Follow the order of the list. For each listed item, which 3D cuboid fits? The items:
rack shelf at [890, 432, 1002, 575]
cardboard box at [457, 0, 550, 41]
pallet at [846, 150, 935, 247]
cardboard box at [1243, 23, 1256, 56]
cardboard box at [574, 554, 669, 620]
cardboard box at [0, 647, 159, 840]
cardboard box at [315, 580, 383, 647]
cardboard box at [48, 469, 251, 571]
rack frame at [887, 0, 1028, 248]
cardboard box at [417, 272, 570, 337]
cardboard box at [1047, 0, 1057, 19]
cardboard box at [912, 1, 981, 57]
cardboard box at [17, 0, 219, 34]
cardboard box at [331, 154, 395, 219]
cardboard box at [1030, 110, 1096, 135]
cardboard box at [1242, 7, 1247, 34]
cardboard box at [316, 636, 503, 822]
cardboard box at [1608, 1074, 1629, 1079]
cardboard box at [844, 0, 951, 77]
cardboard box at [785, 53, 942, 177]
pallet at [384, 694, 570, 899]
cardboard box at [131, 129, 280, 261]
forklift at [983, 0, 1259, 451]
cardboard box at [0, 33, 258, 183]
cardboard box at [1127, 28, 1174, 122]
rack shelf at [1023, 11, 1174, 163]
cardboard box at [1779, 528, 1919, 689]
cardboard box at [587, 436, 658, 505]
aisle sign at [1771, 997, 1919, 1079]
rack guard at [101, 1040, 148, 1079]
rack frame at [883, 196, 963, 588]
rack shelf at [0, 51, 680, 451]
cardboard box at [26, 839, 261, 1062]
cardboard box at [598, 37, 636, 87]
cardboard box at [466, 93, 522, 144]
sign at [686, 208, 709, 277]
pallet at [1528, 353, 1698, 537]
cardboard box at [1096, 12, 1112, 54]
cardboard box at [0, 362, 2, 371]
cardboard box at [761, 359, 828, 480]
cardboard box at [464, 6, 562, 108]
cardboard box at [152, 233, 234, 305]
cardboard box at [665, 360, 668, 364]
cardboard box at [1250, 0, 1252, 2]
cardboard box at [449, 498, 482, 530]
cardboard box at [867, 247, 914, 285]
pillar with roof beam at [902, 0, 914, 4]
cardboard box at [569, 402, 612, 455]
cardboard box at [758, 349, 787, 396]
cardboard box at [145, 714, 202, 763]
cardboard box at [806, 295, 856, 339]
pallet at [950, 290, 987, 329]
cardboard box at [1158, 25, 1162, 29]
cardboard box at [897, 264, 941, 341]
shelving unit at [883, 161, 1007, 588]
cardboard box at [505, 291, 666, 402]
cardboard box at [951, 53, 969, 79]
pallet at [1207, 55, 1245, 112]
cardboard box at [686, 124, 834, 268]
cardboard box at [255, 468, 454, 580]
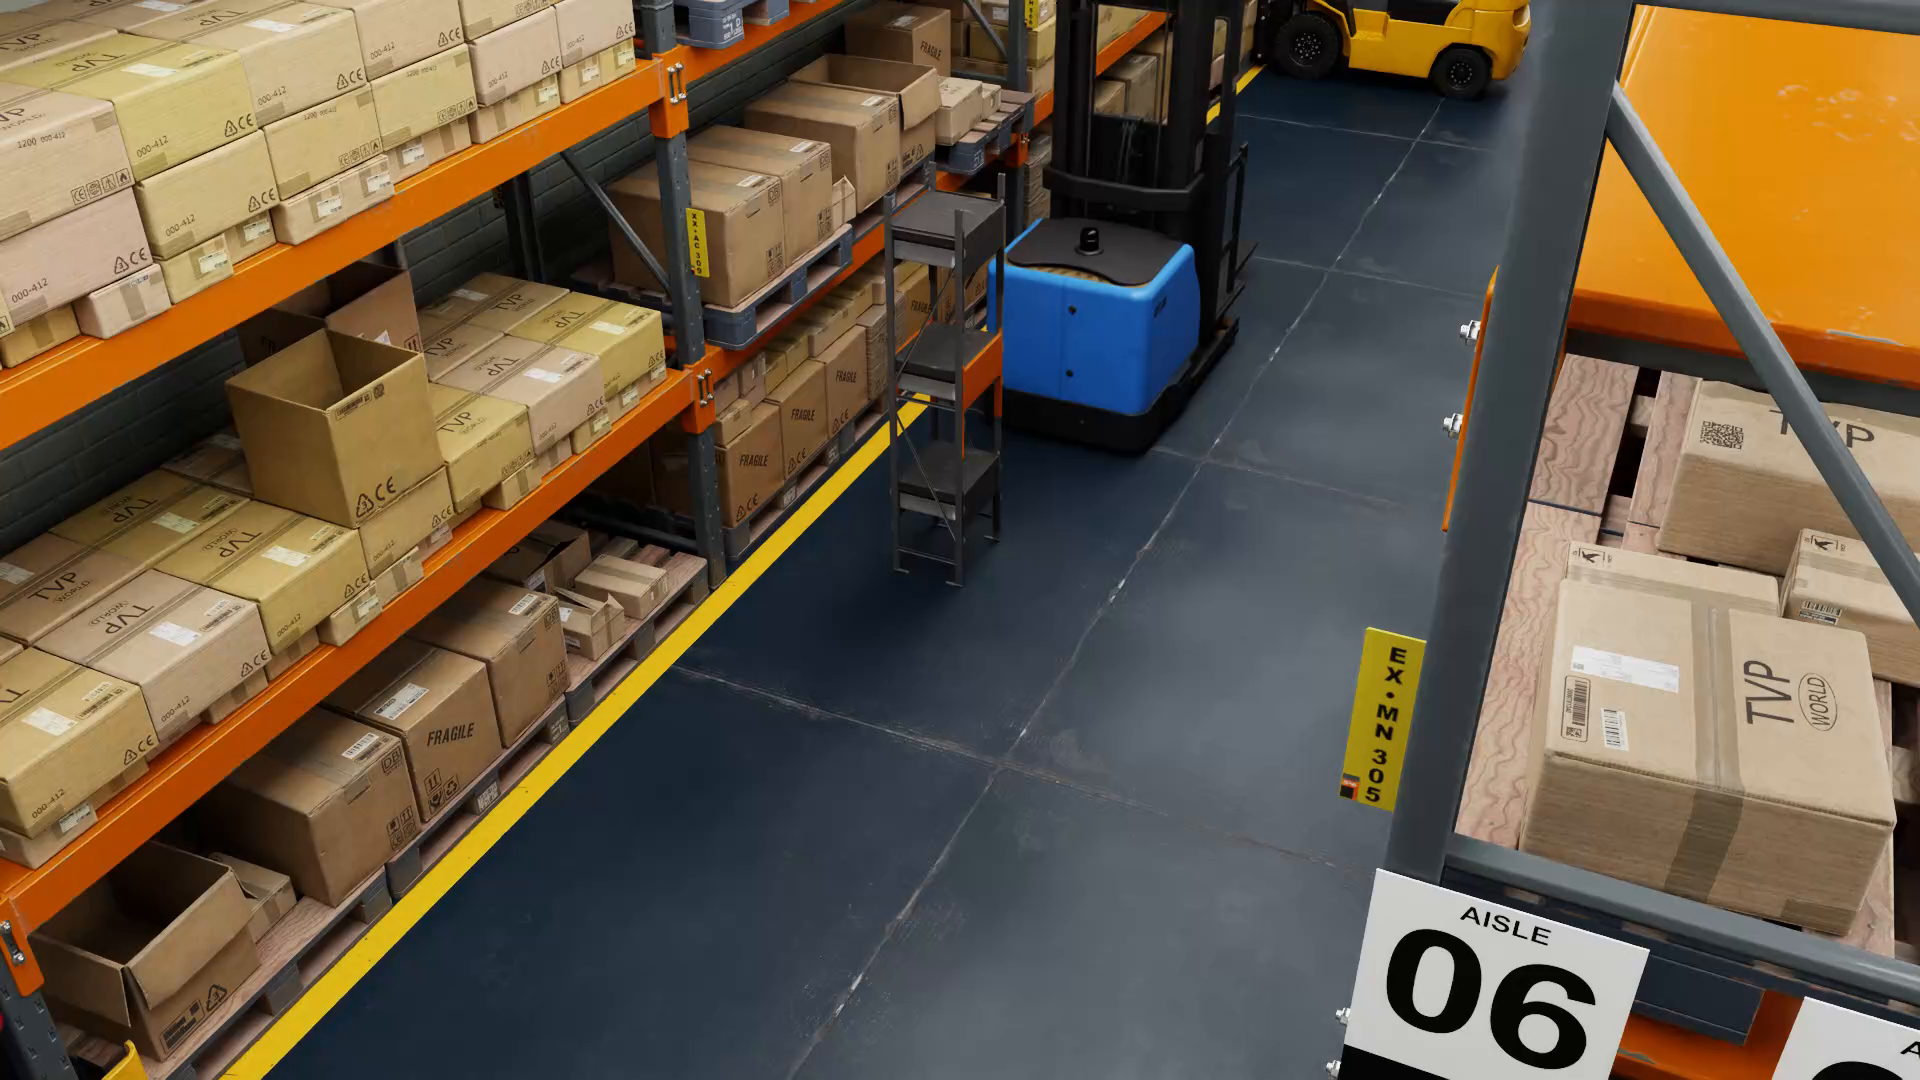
[{"bbox_3d":[-0.069,-0.199,8.808,0.431,0.518,0.480,14,36,20],"label":"rack shelf"},{"bbox_3d":[-1.908,-2.095,6.252,0.500,0.250,0.500,14,36,20],"label":"cardboard box"},{"bbox_3d":[-0.847,-2.074,9.721,1.003,0.211,1.213,14,36,20],"label":"pallet"},{"bbox_3d":[2.538,-4.822,15.862,0.500,0.250,0.500,15,36,21],"label":"cardboard box"},{"bbox_3d":[-1.678,0.230,8.249,0.380,0.149,0.250,13,35,19],"label":"cardboard box"},{"bbox_3d":[-2.951,0.635,5.280,0.500,0.250,0.500,14,36,21],"label":"cardboard box"},{"bbox_3d":[-2.414,0.235,6.254,0.380,0.149,0.250,13,35,19],"label":"cardboard box"},{"bbox_3d":[-3.005,0.007,6.238,0.500,0.250,0.500,15,36,22],"label":"cardboard box"},{"bbox_3d":[-0.038,-3.124,11.147,1.000,3.000,0.127,14,36,20],"label":"rack frame"},{"bbox_3d":[-2.164,-1.008,7.786,0.500,0.250,0.500,14,36,20],"label":"cardboard box"},{"bbox_3d":[0.473,-3.661,11.284,0.380,0.149,0.250,15,36,22],"label":"cardboard box"},{"bbox_3d":[-0.103,-3.557,11.489,0.500,0.250,0.500,15,36,22],"label":"cardboard box"},{"bbox_3d":[-2.794,-1.711,5.666,0.500,0.250,0.500,14,36,20],"label":"cardboard box"},{"bbox_3d":[-2.211,-1.260,5.799,0.380,0.149,0.250,15,36,21],"label":"cardboard box"},{"bbox_3d":[0.502,-2.941,12.651,0.875,0.625,0.625,15,36,22],"label":"cardboard box"},{"bbox_3d":[2.327,-4.772,15.329,0.500,0.250,0.500,14,36,20],"label":"cardboard box"},{"bbox_3d":[-2.338,0.790,7.074,0.500,0.500,0.500,15,36,21],"label":"cardboard box"},{"bbox_3d":[1.093,1.042,3.200,0.380,0.149,0.250,15,36,21],"label":"cardboard box"},{"bbox_3d":[-0.395,-3.121,10.668,0.500,0.500,0.500,16,36,23],"label":"cardboard box"},{"bbox_3d":[-0.553,-2.487,9.699,0.797,0.503,0.637,13,36,19],"label":"cardboard box"},{"bbox_3d":[-2.509,0.986,7.422,1.003,0.211,1.213,14,36,20],"label":"pallet"},{"bbox_3d":[-2.532,-1.123,5.226,0.500,0.250,0.500,13,35,19],"label":"cardboard box"},{"bbox_3d":[1.219,-2.544,10.325,1.130,2.935,3.031,14,36,21],"label":"forklift"},{"bbox_3d":[-2.544,-1.330,5.085,0.500,0.250,0.500,14,36,20],"label":"cardboard box"},{"bbox_3d":[1.427,-4.036,14.321,0.875,0.625,0.625,16,36,23],"label":"cardboard box"},{"bbox_3d":[0.799,-3.819,12.863,1.077,0.370,4.000,14,36,20],"label":"rack shelf"},{"bbox_3d":[1.789,0.142,3.186,0.380,0.149,0.250,16,36,22],"label":"cardboard box"},{"bbox_3d":[-1.775,-0.574,9.155,0.500,0.500,0.500,14,36,20],"label":"cardboard box"},{"bbox_3d":[1.358,1.013,2.467,0.394,0.787,0.004,14,36,20],"label":"aisle sign"},{"bbox_3d":[-3.353,1.868,5.813,1.175,0.500,0.348,14,36,20],"label":"rack guard"},{"bbox_3d":[-0.171,-0.674,8.232,0.400,2.100,0.015,14,36,20],"label":"rack frame"},{"bbox_3d":[-2.548,-1.089,5.964,1.077,0.370,4.000,14,36,20],"label":"rack shelf"},{"bbox_3d":[-3.043,1.446,6.071,0.797,0.503,0.637,13,35,19],"label":"cardboard box"},{"bbox_3d":[-1.594,-2.034,6.978,0.380,0.149,0.250,14,36,20],"label":"cardboard box"},{"bbox_3d":[-1.926,-1.660,6.408,0.380,0.149,0.250,14,36,20],"label":"cardboard box"},{"bbox_3d":[-1.215,-1.373,7.687,0.100,0.325,0.005,14,36,20],"label":"sign"},{"bbox_3d":[1.935,-0.201,4.035,1.003,0.211,1.213,14,36,20],"label":"pallet"},{"bbox_3d":[0.794,-3.733,12.213,0.500,0.250,0.500,13,35,19],"label":"cardboard box"},{"bbox_3d":[-2.955,-0.531,4.686,0.380,0.149,0.250,15,36,21],"label":"cardboard box"},{"bbox_3d":[-1.091,-0.718,9.375,0.500,0.500,0.500,14,36,20],"label":"cardboard box"},{"bbox_3d":[-1.894,-1.888,6.393,0.500,0.250,0.500,13,35,19],"label":"cardboard box"},{"bbox_3d":[-2.531,-0.887,5.229,0.380,0.149,0.250,14,36,20],"label":"cardboard box"},{"bbox_3d":[-1.714,-0.915,9.083,0.380,0.149,0.250,14,36,21],"label":"cardboard box"},{"bbox_3d":[2.544,-5.231,15.574,0.500,0.250,0.500,15,36,22],"label":"cardboard box"},{"bbox_3d":[-2.217,-0.179,6.885,0.380,0.149,0.250,15,36,21],"label":"cardboard box"},{"bbox_3d":[-0.506,-1.712,10.298,0.380,0.149,0.250,14,36,20],"label":"cardboard box"},{"bbox_3d":[3.599,-5.501,9.301,9.100,9.000,0.400,14,36,20],"label":"pillar with roof beam"},{"bbox_3d":[-1.792,-0.540,7.436,0.380,0.149,0.250,15,36,22],"label":"cardboard box"},{"bbox_3d":[-1.177,-0.937,9.117,0.380,0.149,0.250,12,35,18],"label":"cardboard box"},{"bbox_3d":[-2.856,0.589,5.714,0.380,0.149,0.250,14,36,20],"label":"cardboard box"},{"bbox_3d":[-0.830,-1.315,9.694,0.380,0.149,0.250,15,36,22],"label":"cardboard box"},{"bbox_3d":[-0.385,-1.594,11.357,1.003,0.211,1.213,14,36,20],"label":"pallet"},{"bbox_3d":[1.653,-4.640,15.128,0.500,0.250,0.500,13,36,19],"label":"cardboard box"},{"bbox_3d":[-0.455,-1.486,10.546,0.500,0.500,0.500,16,36,23],"label":"cardboard box"},{"bbox_3d":[-0.069,-0.796,8.417,0.431,2.100,0.503,14,36,20],"label":"shelving unit"},{"bbox_3d":[-1.703,-0.884,7.596,0.500,0.250,0.500,15,36,22],"label":"cardboard box"},{"bbox_3d":[-0.082,-3.343,11.619,0.500,0.250,0.500,13,36,19],"label":"cardboard box"},{"bbox_3d":[2.006,-4.336,15.539,1.003,0.211,1.213,14,36,20],"label":"pallet"},{"bbox_3d":[-1.089,-1.796,8.648,0.700,0.500,0.500,15,36,21],"label":"cardboard box"},{"bbox_3d":[-2.336,-0.129,6.445,0.500,0.250,0.500,13,36,19],"label":"cardboard box"}]
